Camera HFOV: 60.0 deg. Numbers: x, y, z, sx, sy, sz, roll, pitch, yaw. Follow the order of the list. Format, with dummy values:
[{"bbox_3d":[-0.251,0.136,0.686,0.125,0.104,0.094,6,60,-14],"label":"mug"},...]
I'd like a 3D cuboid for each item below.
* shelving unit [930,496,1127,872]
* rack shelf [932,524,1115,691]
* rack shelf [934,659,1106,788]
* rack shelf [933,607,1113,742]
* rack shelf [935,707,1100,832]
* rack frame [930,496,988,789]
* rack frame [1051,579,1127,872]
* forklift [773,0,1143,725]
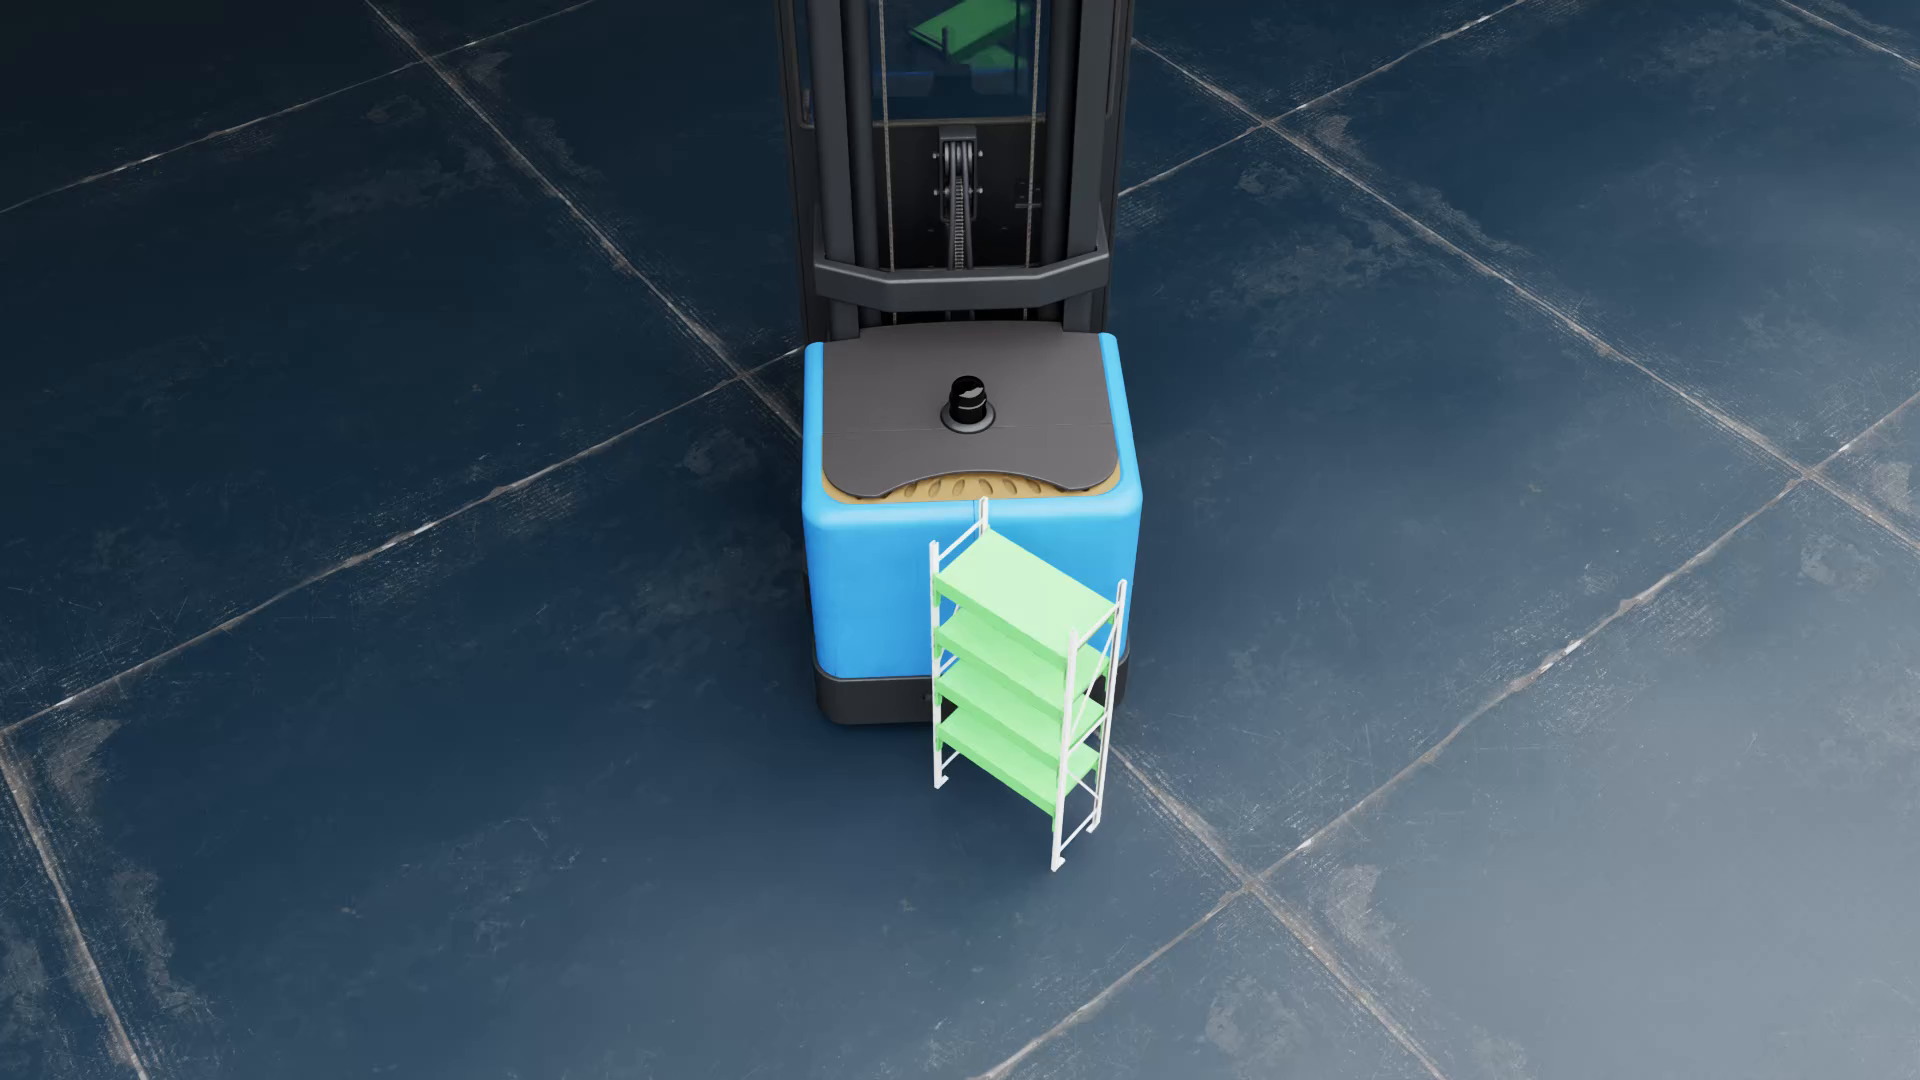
[{"bbox_3d":[0.185,0.465,5.018,0.503,1.200,0.258,32,55,25],"label":"shelving unit"},{"bbox_3d":[0.185,0.186,4.710,0.480,0.148,0.258,32,55,25],"label":"rack shelf"},{"bbox_3d":[0.185,0.508,5.066,0.480,0.148,0.258,32,55,25],"label":"rack shelf"},{"bbox_3d":[0.185,0.347,4.888,0.480,0.148,0.258,32,55,25],"label":"rack shelf"},{"bbox_3d":[0.185,0.669,5.243,0.480,0.148,0.258,32,55,25],"label":"rack shelf"},{"bbox_3d":[-0.002,0.350,5.123,0.015,1.200,0.240,32,55,25],"label":"rack frame"},{"bbox_3d":[0.372,0.581,4.913,0.015,1.200,0.240,32,55,25],"label":"rack frame"},{"bbox_3d":[-0.031,-1.451,5.587,1.130,2.935,3.031,-2,48,-2],"label":"forklift"}]
